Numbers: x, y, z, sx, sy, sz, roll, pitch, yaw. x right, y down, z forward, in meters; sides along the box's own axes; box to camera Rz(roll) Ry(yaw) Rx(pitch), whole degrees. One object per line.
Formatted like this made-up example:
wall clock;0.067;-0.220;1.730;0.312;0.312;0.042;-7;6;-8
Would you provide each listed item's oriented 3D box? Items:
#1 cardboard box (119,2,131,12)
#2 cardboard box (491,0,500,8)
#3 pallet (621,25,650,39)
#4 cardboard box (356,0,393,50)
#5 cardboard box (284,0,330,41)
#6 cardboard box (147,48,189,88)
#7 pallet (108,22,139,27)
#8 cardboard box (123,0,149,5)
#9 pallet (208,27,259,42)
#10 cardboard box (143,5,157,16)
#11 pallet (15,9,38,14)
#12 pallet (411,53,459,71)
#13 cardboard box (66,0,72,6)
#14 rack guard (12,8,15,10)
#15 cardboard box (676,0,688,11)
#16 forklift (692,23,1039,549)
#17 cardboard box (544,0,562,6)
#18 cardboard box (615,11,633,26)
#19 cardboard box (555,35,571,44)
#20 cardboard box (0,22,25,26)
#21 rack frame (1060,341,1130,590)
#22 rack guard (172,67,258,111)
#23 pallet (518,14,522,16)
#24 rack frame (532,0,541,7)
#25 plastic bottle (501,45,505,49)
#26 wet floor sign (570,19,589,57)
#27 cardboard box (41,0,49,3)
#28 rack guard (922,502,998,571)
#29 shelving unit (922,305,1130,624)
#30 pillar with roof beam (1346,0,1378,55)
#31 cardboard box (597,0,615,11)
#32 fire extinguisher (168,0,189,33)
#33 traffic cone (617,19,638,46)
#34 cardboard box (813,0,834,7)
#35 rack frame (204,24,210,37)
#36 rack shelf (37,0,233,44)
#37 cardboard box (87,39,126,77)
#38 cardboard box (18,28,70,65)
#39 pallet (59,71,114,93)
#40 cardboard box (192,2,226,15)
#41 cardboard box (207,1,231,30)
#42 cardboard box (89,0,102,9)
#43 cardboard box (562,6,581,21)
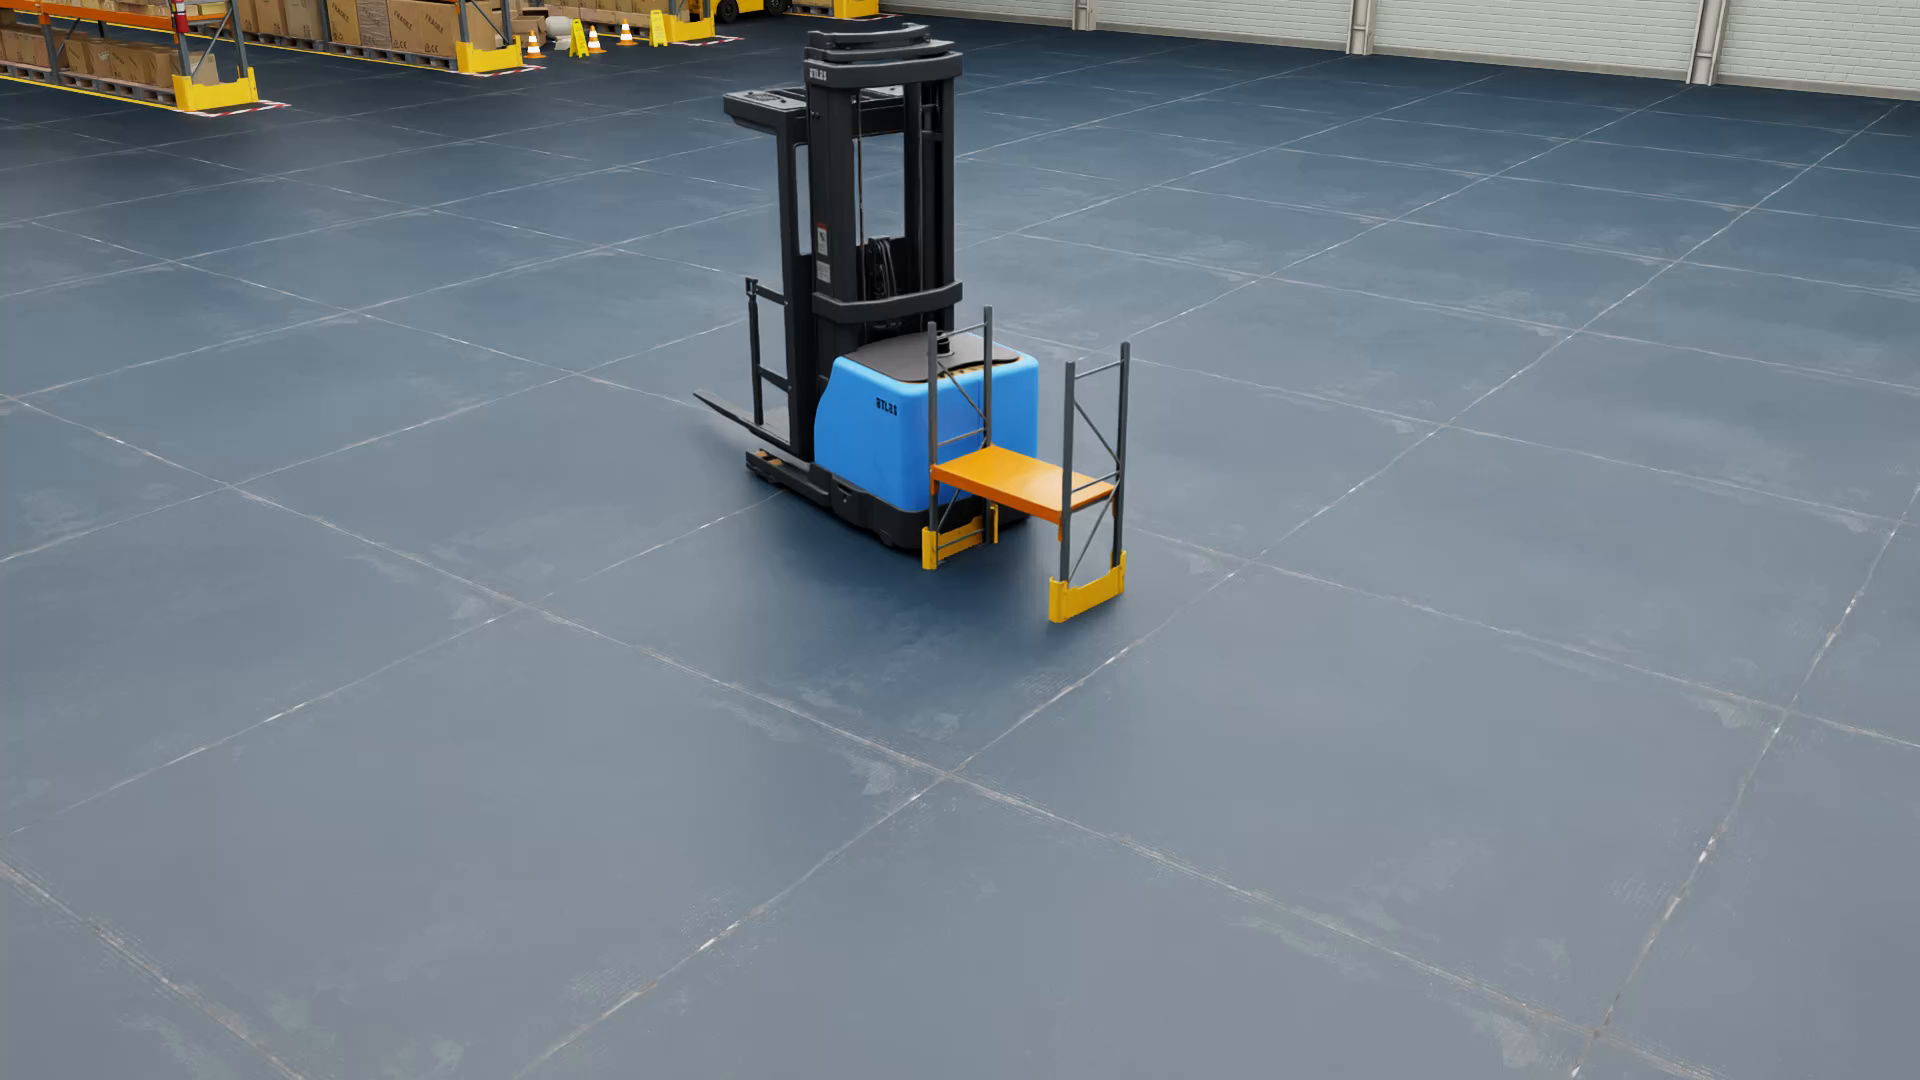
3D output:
cardboard box;-12.537;-8.129;25.290;0.250;0.149;0.380;17;29;33
cardboard box;-9.476;-10.730;33.044;0.500;0.500;0.500;17;29;33
pallet;-5.921;-10.092;32.893;1.213;0.211;1.003;17;29;33
cardboard box;-10.135;-9.316;29.787;0.875;0.875;0.875;17;29;34
cardboard box;-11.871;-9.771;30.976;0.750;0.750;1.050;17;29;33
cardboard box;-12.163;-7.282;25.638;0.500;0.500;0.500;-17;29;-34
pallet;-17.098;-10.958;34.859;1.213;0.211;1.003;17;29;33
cardboard box;-12.070;-8.350;24.989;0.500;0.500;0.875;17;29;33
pallet;-13.935;-9.964;32.602;1.213;0.211;1.003;17;29;33
cardboard box;-11.957;-7.936;24.853;0.250;0.149;0.380;17;29;33
pallet;-20.232;-11.887;36.967;1.213;0.211;1.003;17;29;33
pallet;-8.806;-8.412;29.081;1.213;0.211;1.003;17;29;33
cardboard box;-13.769;-8.474;26.074;0.250;0.149;0.380;17;29;33
rack guard;-20.861;-12.227;37.380;0.348;0.500;1.175;17;29;33
cardboard box;-5.730;-10.709;32.793;0.500;0.500;0.500;16;28;32
forklift;-0.788;-1.819;10.744;1.130;2.935;3.031;-17;29;-33
cardboard box;-8.122;-11.156;33.809;0.500;0.500;0.500;18;30;36
cardboard box;-6.449;-10.312;32.823;0.500;0.250;0.500;17;29;33
cardboard box;-7.491;-9.502;31.632;0.380;0.149;0.250;-10;26;-21
cardboard box;-16.577;-8.651;28.718;0.500;0.500;0.700;14;27;29
rack frame;0.732;-0.311;9.095;0.032;1.500;0.500;21;32;40
rack guard;-11.235;-6.819;25.106;0.348;0.500;1.175;17;29;33
pallet;-9.056;-11.021;35.001;1.213;0.211;1.003;17;29;33
rack frame;-8.432;-12.109;34.012;0.127;3.000;1.000;17;29;33
plastic bottle;-8.470;-9.220;31.099;0.283;0.061;0.133;7;25;15
wet floor sign;-6.908;-9.075;30.045;0.232;0.644;0.267;12;26;24
cardboard box;-14.384;-8.648;26.468;0.250;0.149;0.380;17;29;33
rack guard;0.004;-0.024;9.994;0.087;0.250;0.587;21;32;40
shelving unit;0.361;-0.456;9.425;1.083;1.500;0.587;21;32;40
pillar with roof beam;4.747;-11.658;25.548;0.400;9.000;9.100;17;29;33
cardboard box;-6.848;-10.778;32.950;0.500;0.500;0.500;16;28;32
fire extinguisher;-11.359;-7.733;24.176;0.183;0.674;0.296;17;29;33
traffic cone;-6.349;-9.669;31.620;0.334;0.463;0.336;17;29;33
cardboard box;-2.823;-11.690;35.950;0.500;0.250;0.500;17;29;34
rack frame;-14.521;-11.455;32.527;0.127;3.000;1.000;17;29;33
rack shelf;-12.775;-8.099;25.803;4.000;0.370;1.077;17;29;33
cardboard box;-13.616;-7.714;26.617;0.500;0.500;0.500;-16;28;-31
cardboard box;-15.224;-8.246;27.799;0.500;0.500;0.700;17;29;33
pallet;-13.817;-7.484;26.975;1.213;0.211;1.003;17;29;33
cardboard box;-11.260;-7.975;24.942;0.250;0.149;0.380;17;29;33
cardboard box;-14.087;-10.441;32.496;0.750;0.750;1.050;16;29;33
cardboard box;-13.176;-8.289;25.654;0.250;0.149;0.380;17;29;33
cardboard box;-7.688;-10.688;33.676;0.500;0.250;0.500;19;30;36
